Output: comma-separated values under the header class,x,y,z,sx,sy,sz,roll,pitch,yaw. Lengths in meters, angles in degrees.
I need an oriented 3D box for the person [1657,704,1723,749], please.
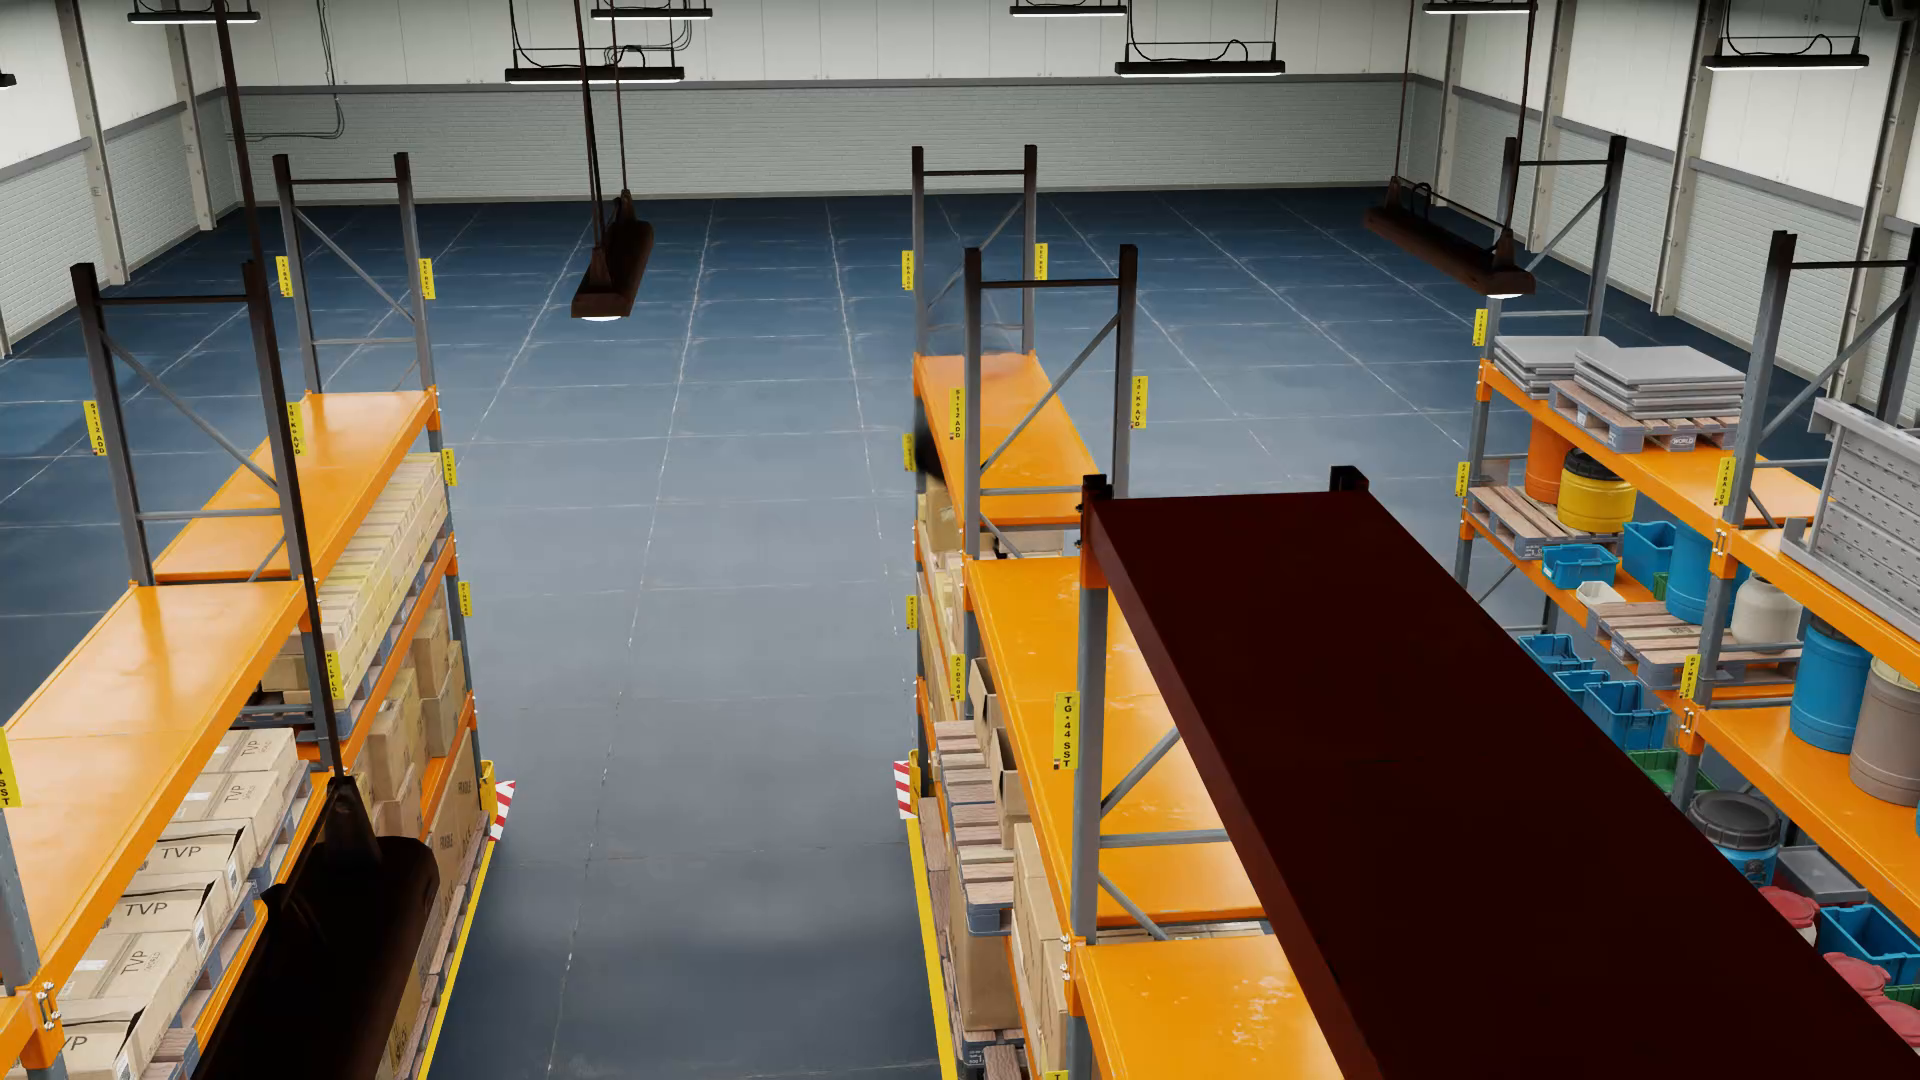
class,x,y,z,sx,sy,sz,roll,pitch,yaw
person,6.580,1.752,15.005,0.548,1.668,0.880,-7,23,-16
